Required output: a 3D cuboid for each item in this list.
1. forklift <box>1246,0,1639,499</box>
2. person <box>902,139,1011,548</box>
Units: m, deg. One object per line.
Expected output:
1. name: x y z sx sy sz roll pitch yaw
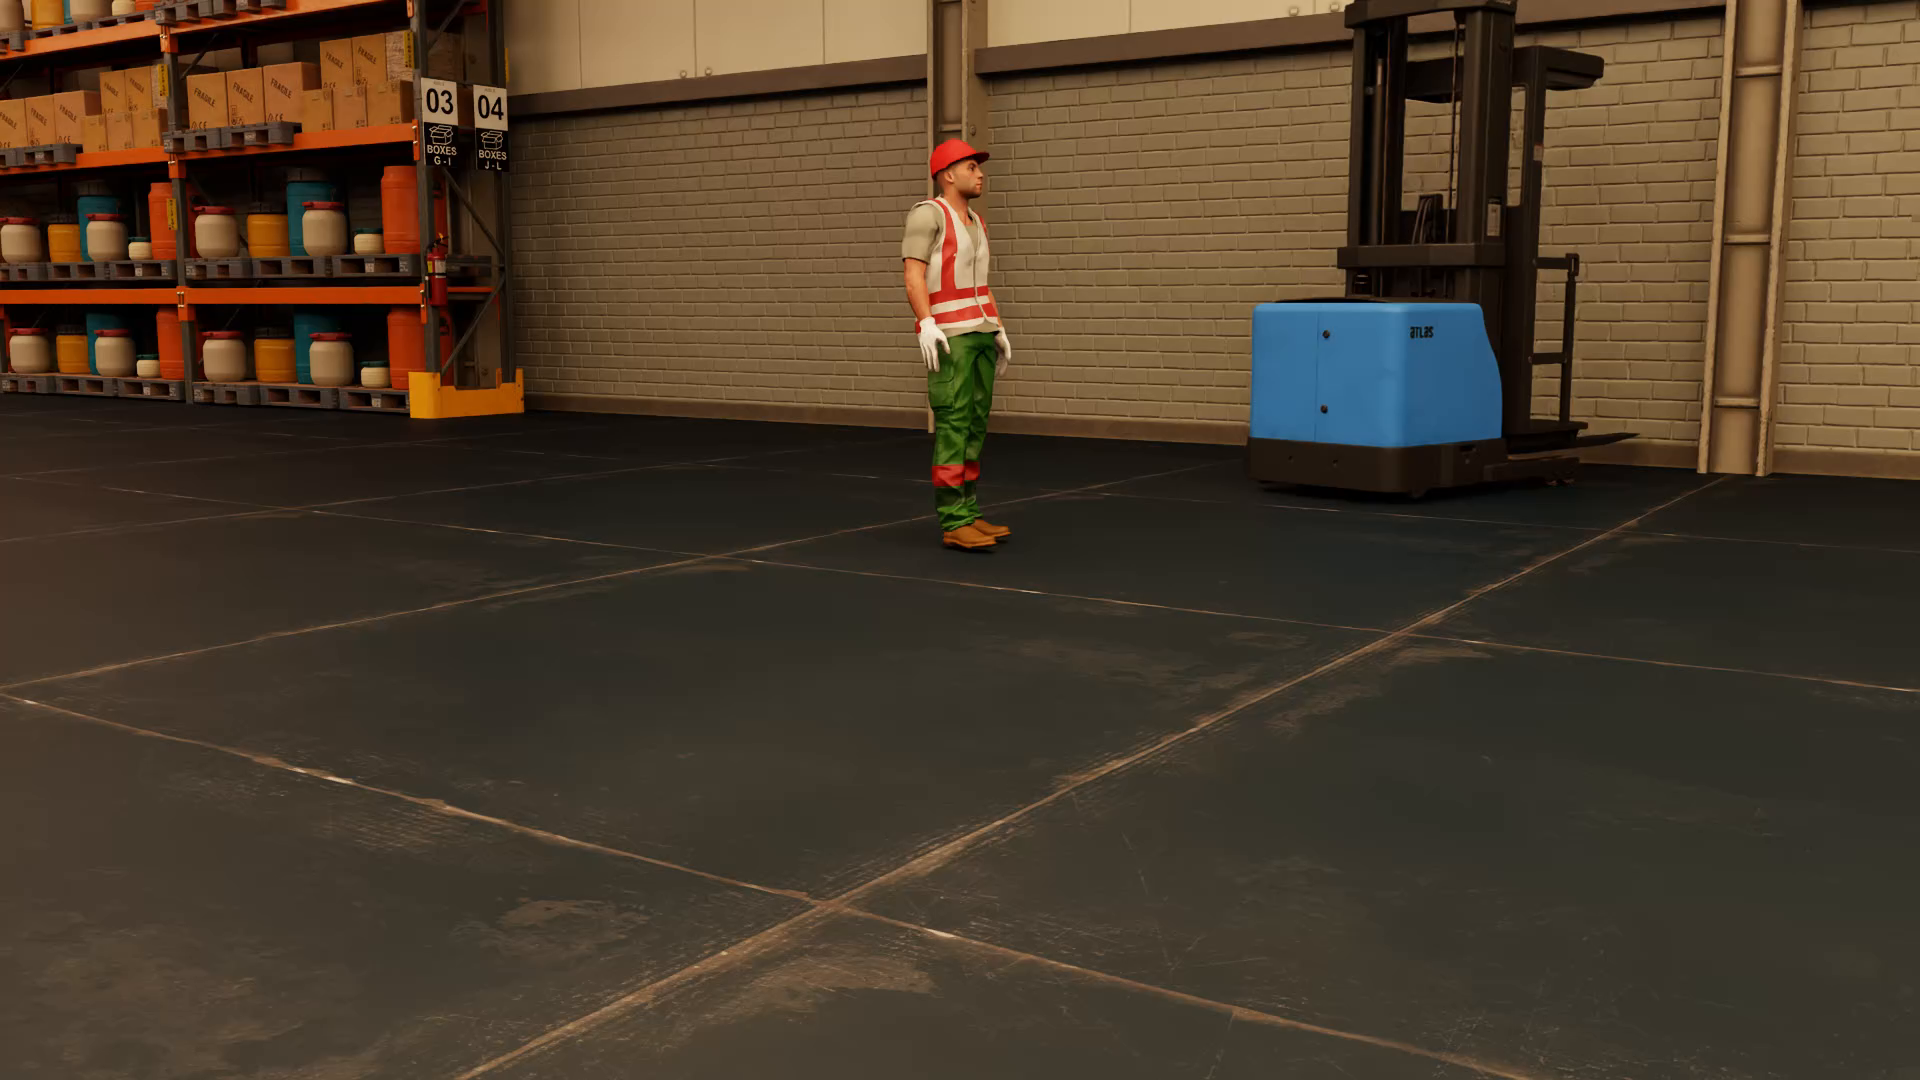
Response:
1. forklift: 3.092 -1.821 9.997 3.031 2.935 1.130 -7 11 -41
2. person: 0.060 -0.885 7.422 0.562 1.790 0.637 5 10 34
